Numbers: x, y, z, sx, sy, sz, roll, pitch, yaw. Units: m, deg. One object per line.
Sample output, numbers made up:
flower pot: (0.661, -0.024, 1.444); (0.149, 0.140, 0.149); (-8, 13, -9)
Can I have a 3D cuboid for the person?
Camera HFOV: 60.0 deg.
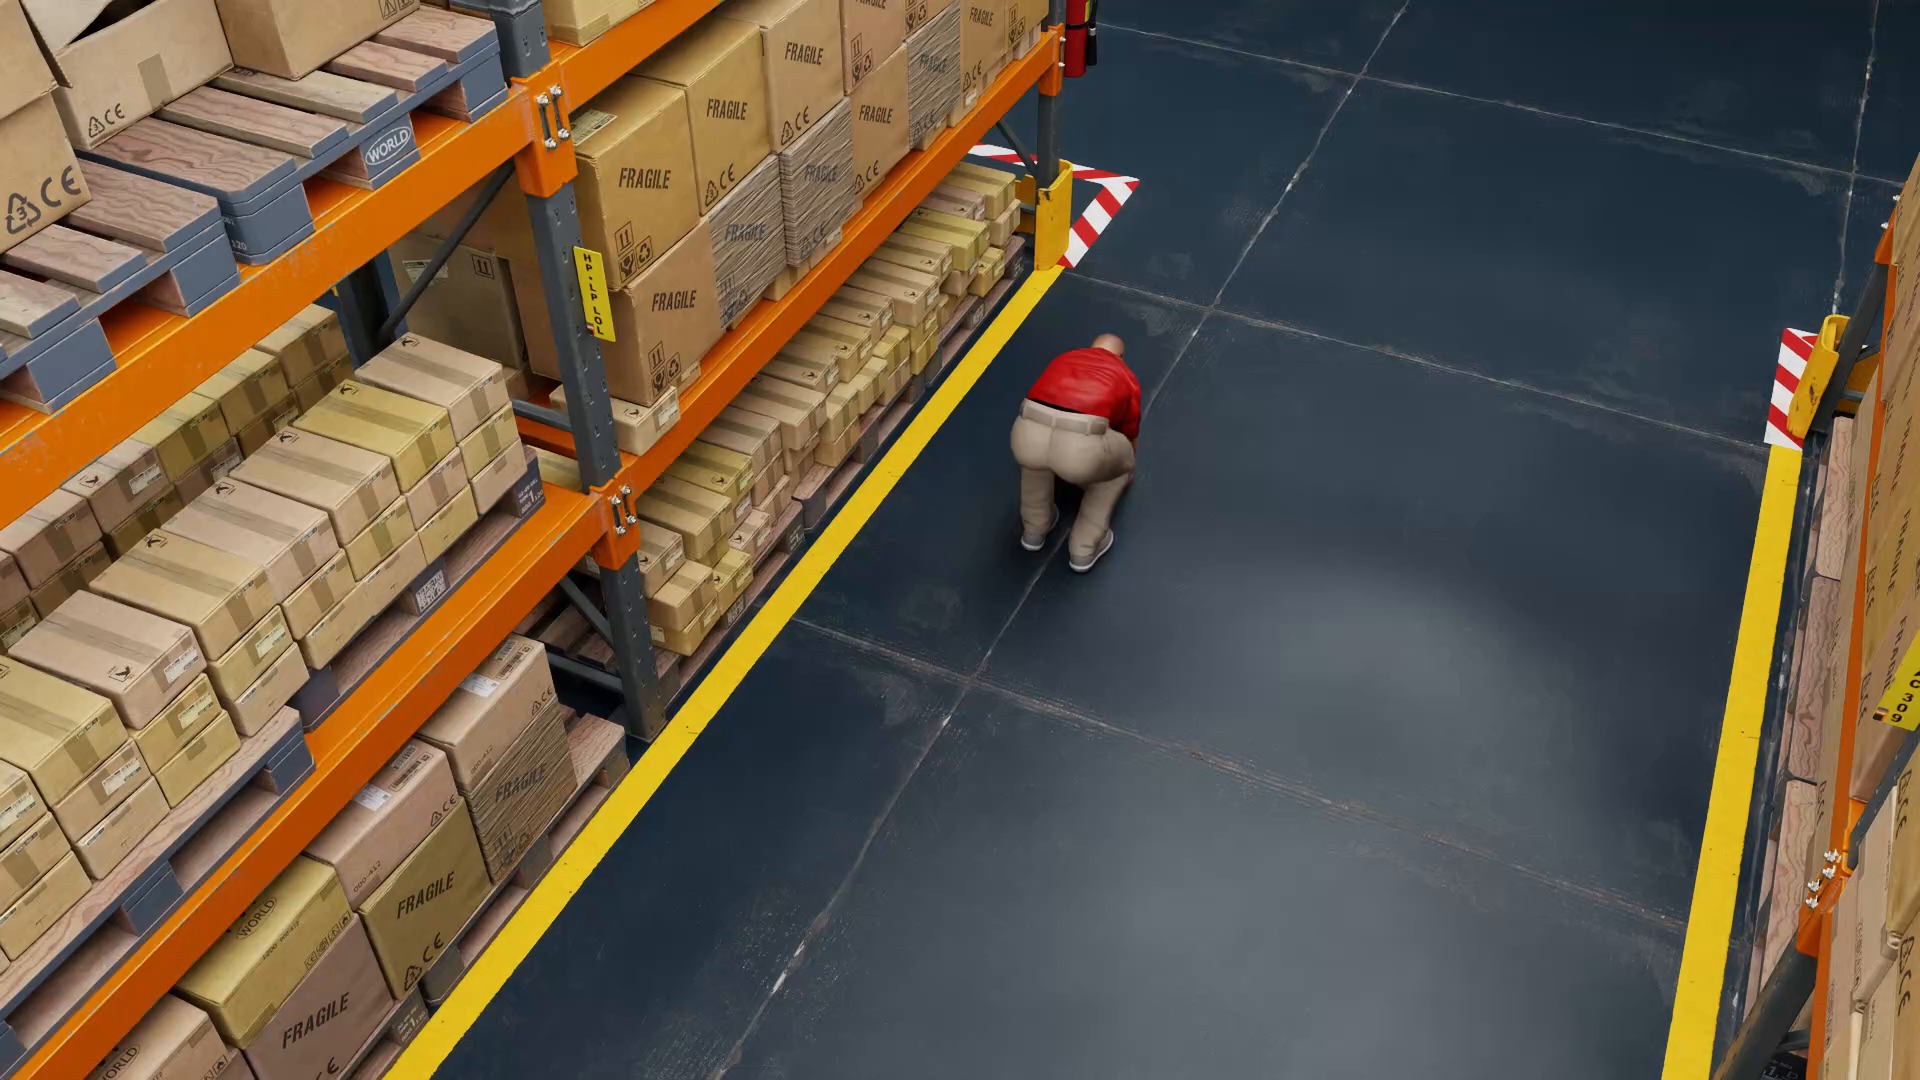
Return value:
person: (0.525, -0.428, 7.269); (0.526, 0.908, 0.956); (15, 44, 16)
